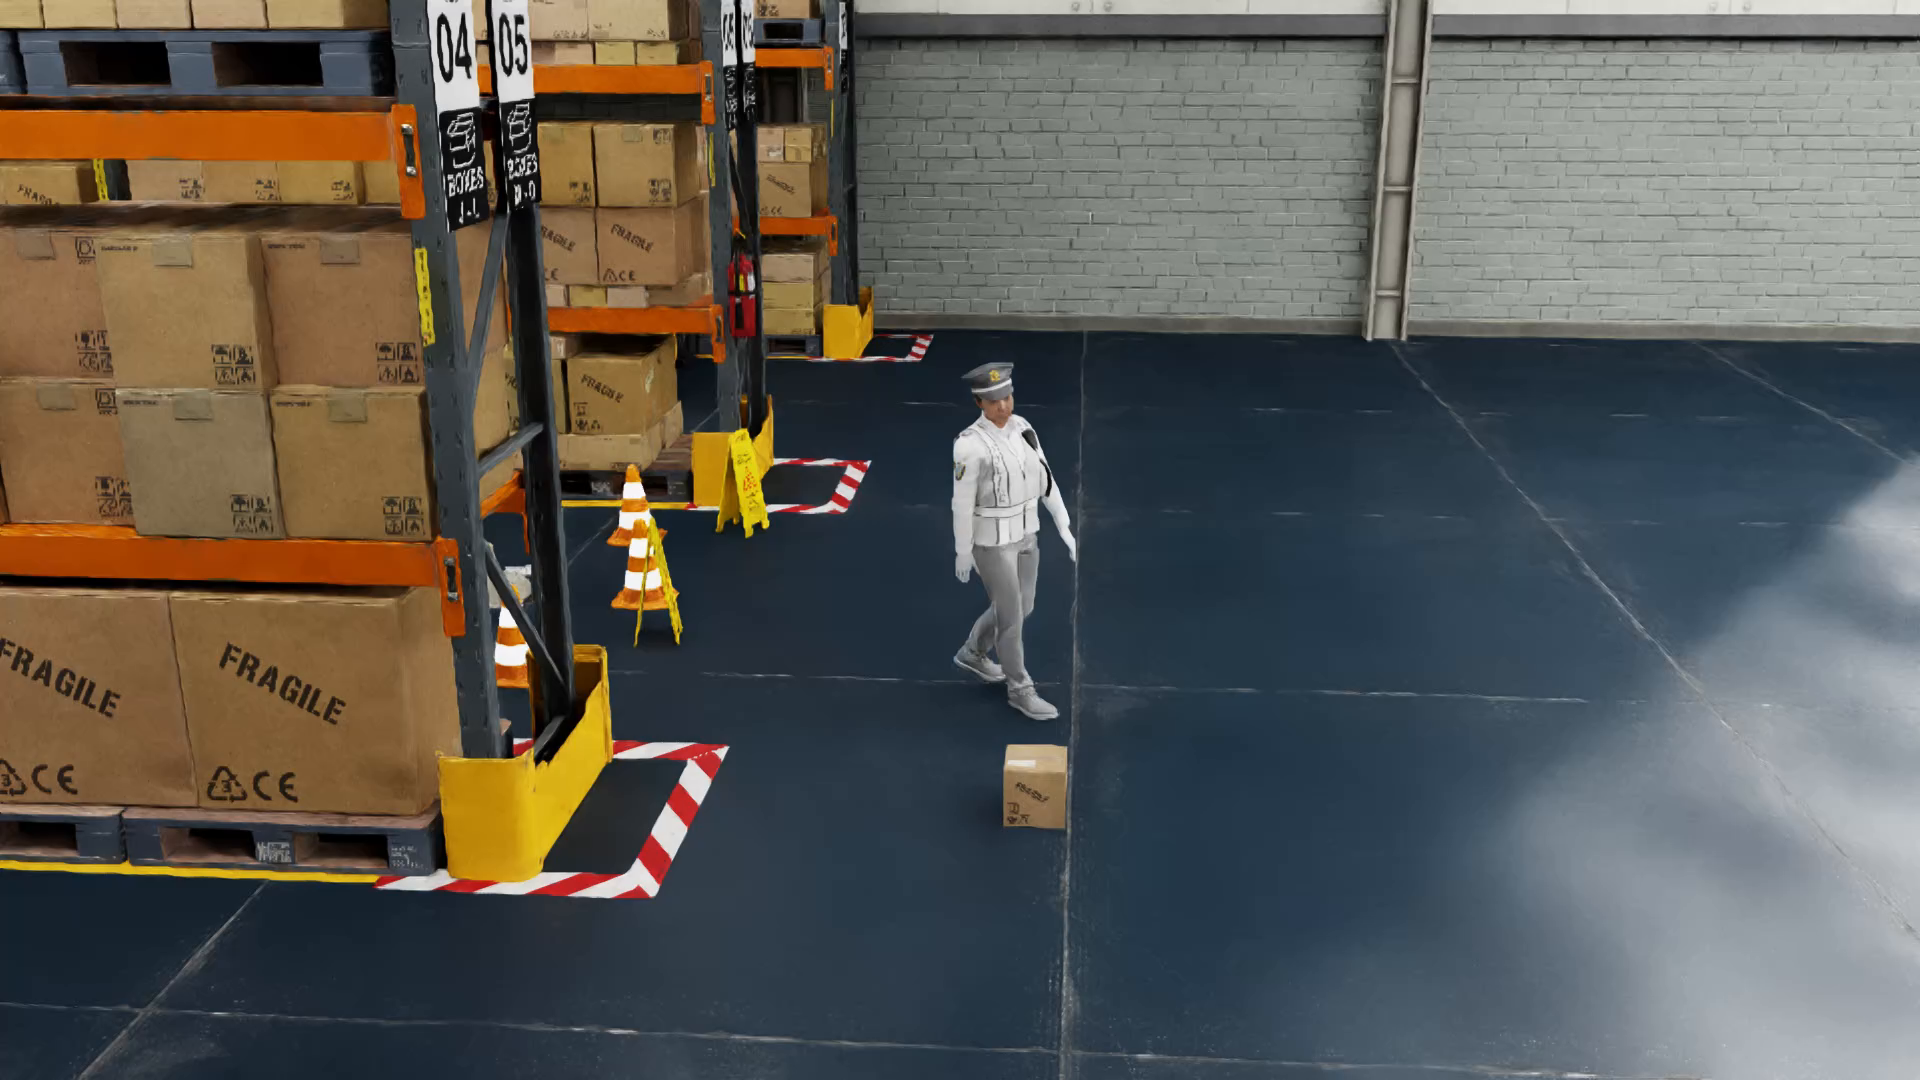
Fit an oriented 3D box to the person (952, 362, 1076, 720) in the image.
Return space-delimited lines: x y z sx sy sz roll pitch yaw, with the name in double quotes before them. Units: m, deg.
"person" 0.171 -0.010 7.566 0.632 1.657 0.511 13 22 35
